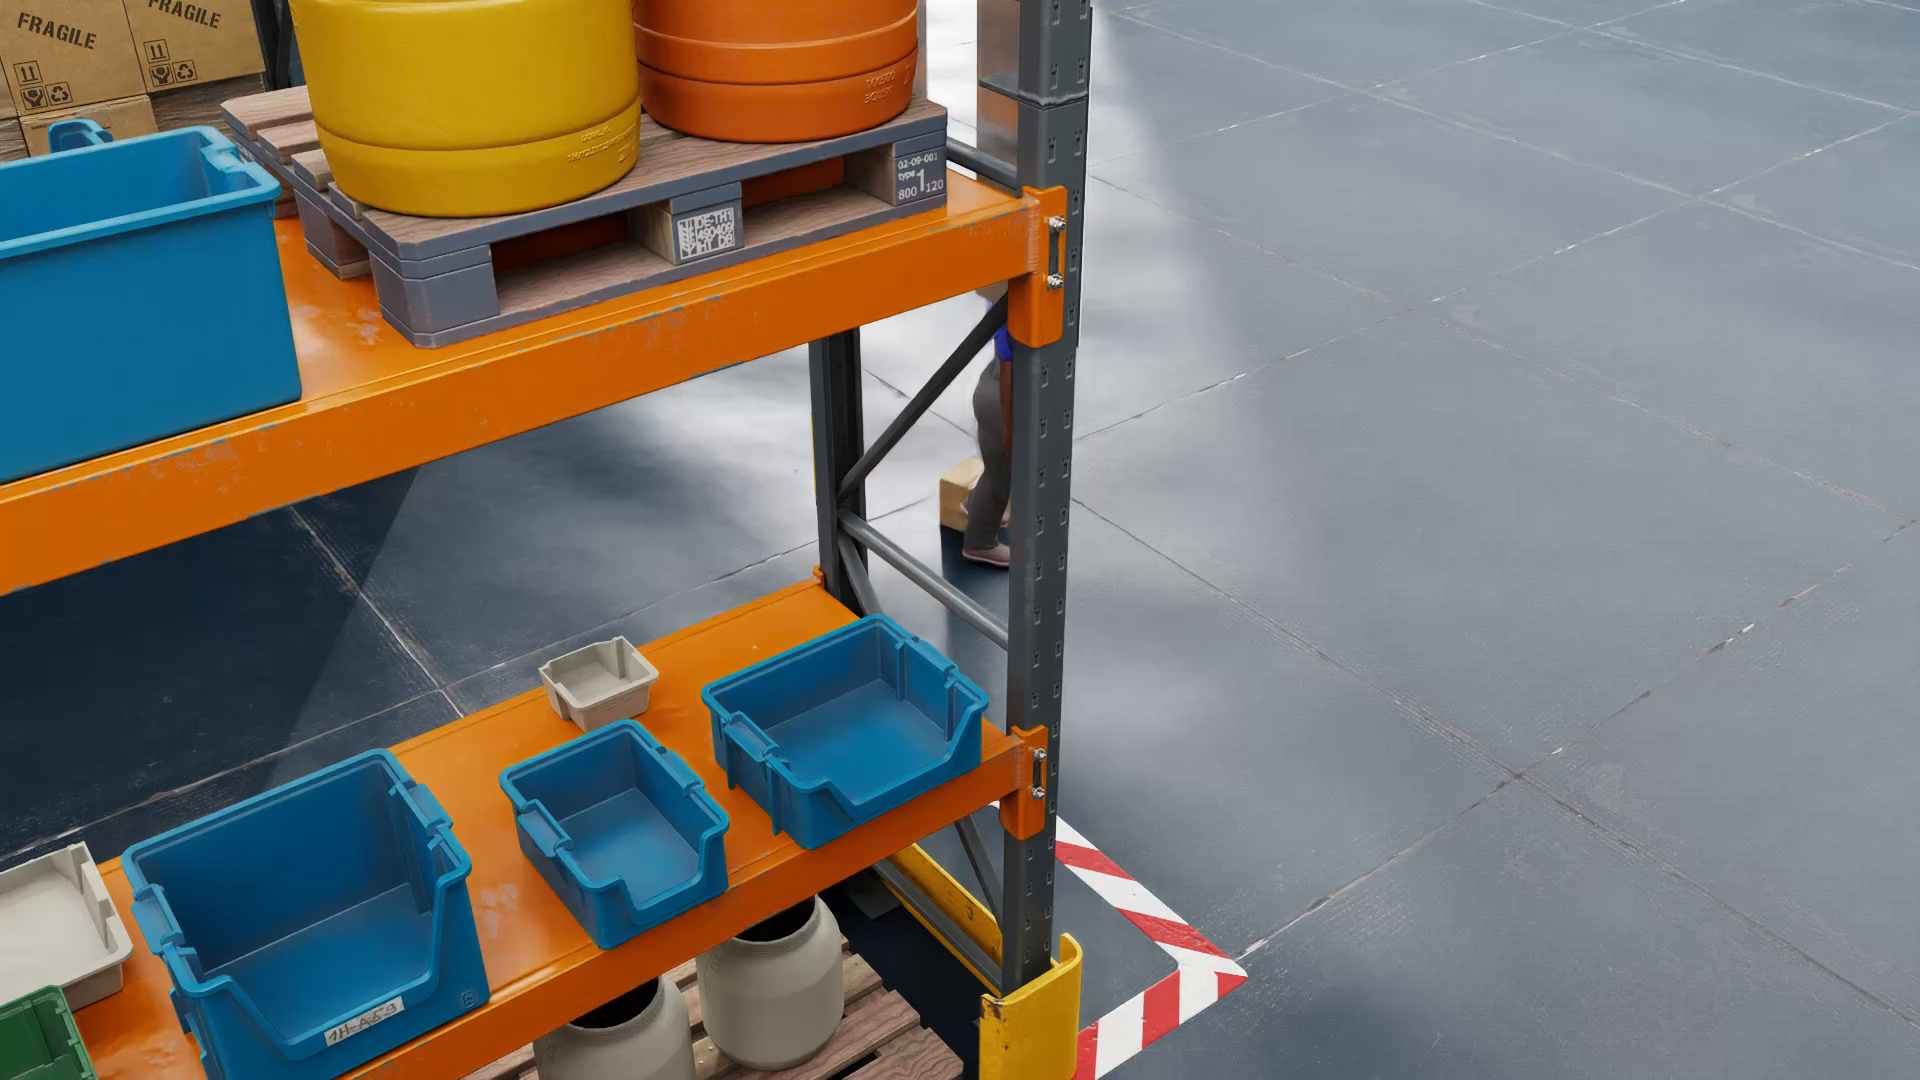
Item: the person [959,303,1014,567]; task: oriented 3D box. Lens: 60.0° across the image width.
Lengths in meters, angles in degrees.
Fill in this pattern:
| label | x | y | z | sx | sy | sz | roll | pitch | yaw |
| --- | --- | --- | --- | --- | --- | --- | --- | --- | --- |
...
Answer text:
| label | x | y | z | sx | sy | sz | roll | pitch | yaw |
| --- | --- | --- | --- | --- | --- | --- | --- | --- | --- |
| person | 0.207 | -0.611 | 7.083 | 0.454 | 1.646 | 0.502 | 5 | 33 | 7 |
